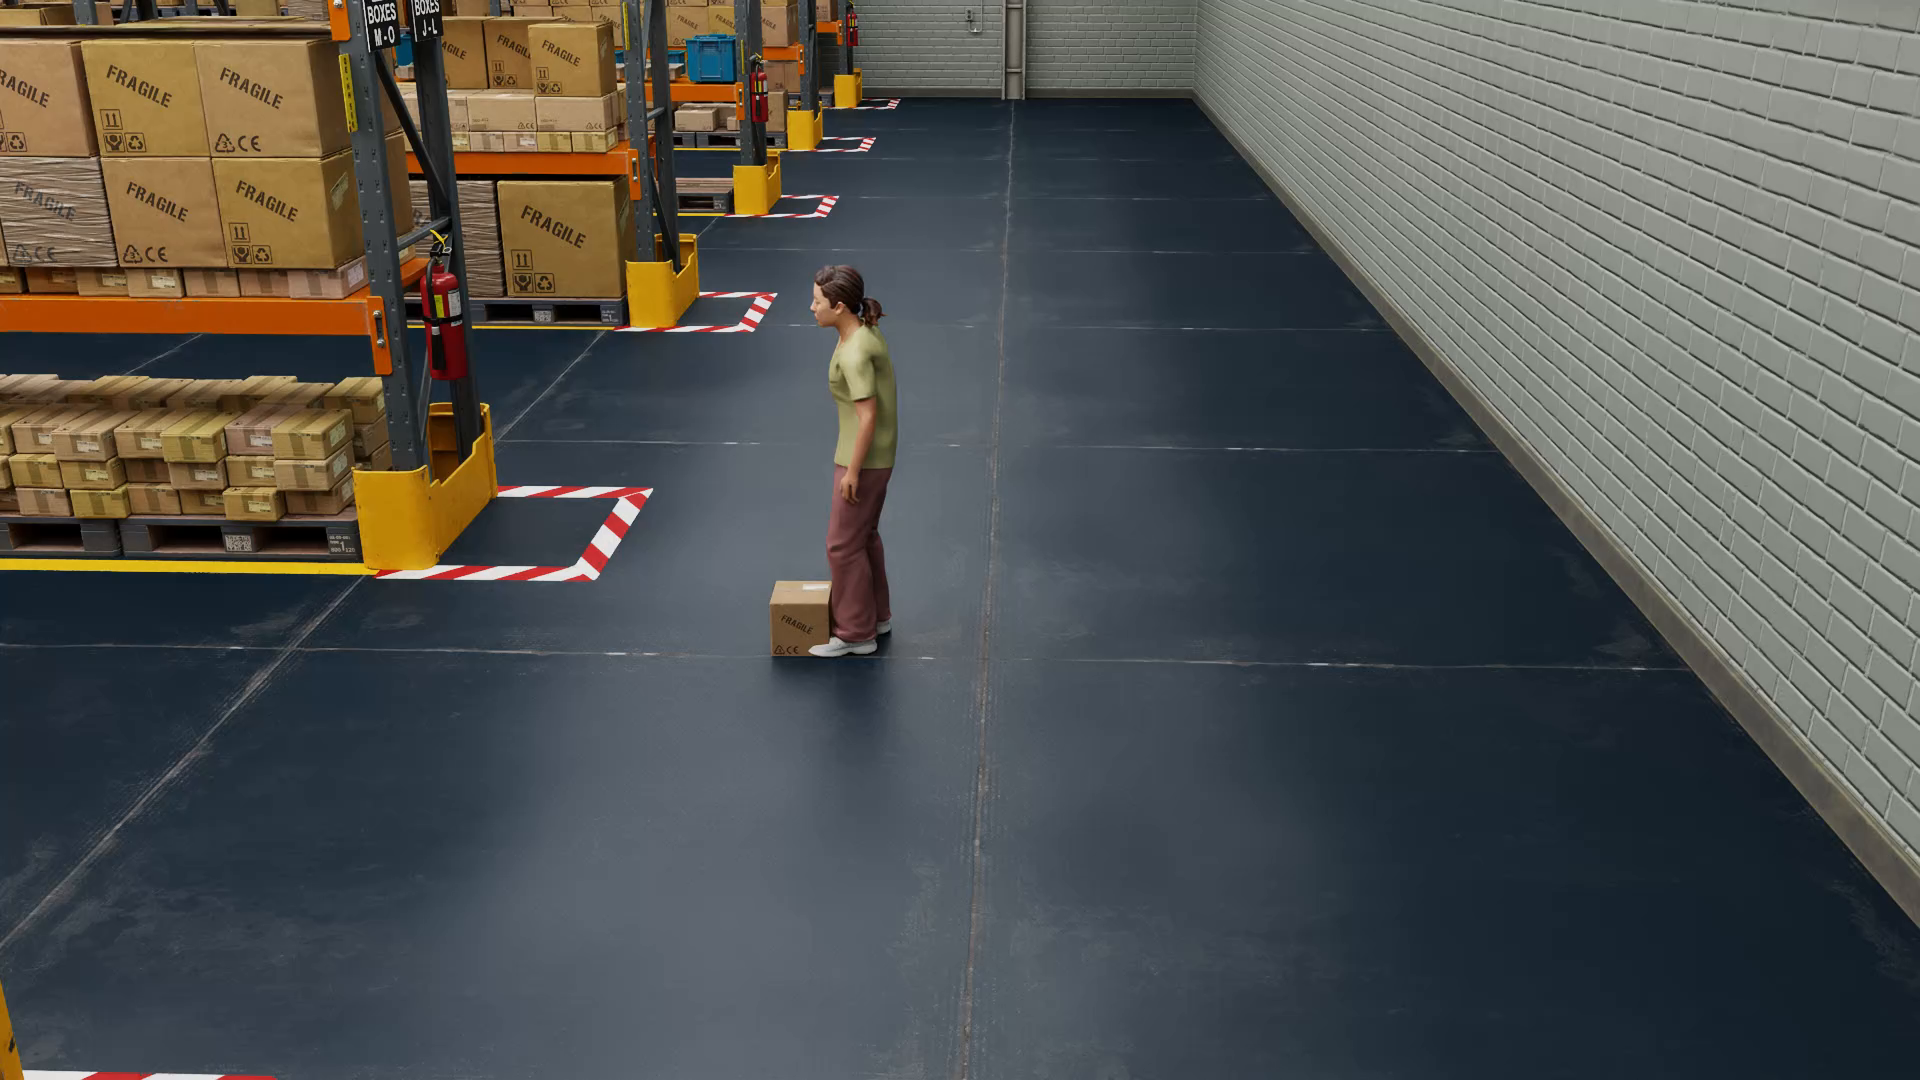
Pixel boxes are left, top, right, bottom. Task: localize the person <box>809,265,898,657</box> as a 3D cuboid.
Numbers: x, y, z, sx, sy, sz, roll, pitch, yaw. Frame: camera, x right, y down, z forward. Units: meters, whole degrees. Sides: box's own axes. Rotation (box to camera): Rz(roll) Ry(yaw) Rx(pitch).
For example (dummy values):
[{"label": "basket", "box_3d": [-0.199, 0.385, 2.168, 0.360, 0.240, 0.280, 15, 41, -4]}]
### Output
[{"label": "person", "box_3d": [-0.461, -0.323, 6.930, 0.407, 1.673, 0.517, 0, 21, 0]}]
